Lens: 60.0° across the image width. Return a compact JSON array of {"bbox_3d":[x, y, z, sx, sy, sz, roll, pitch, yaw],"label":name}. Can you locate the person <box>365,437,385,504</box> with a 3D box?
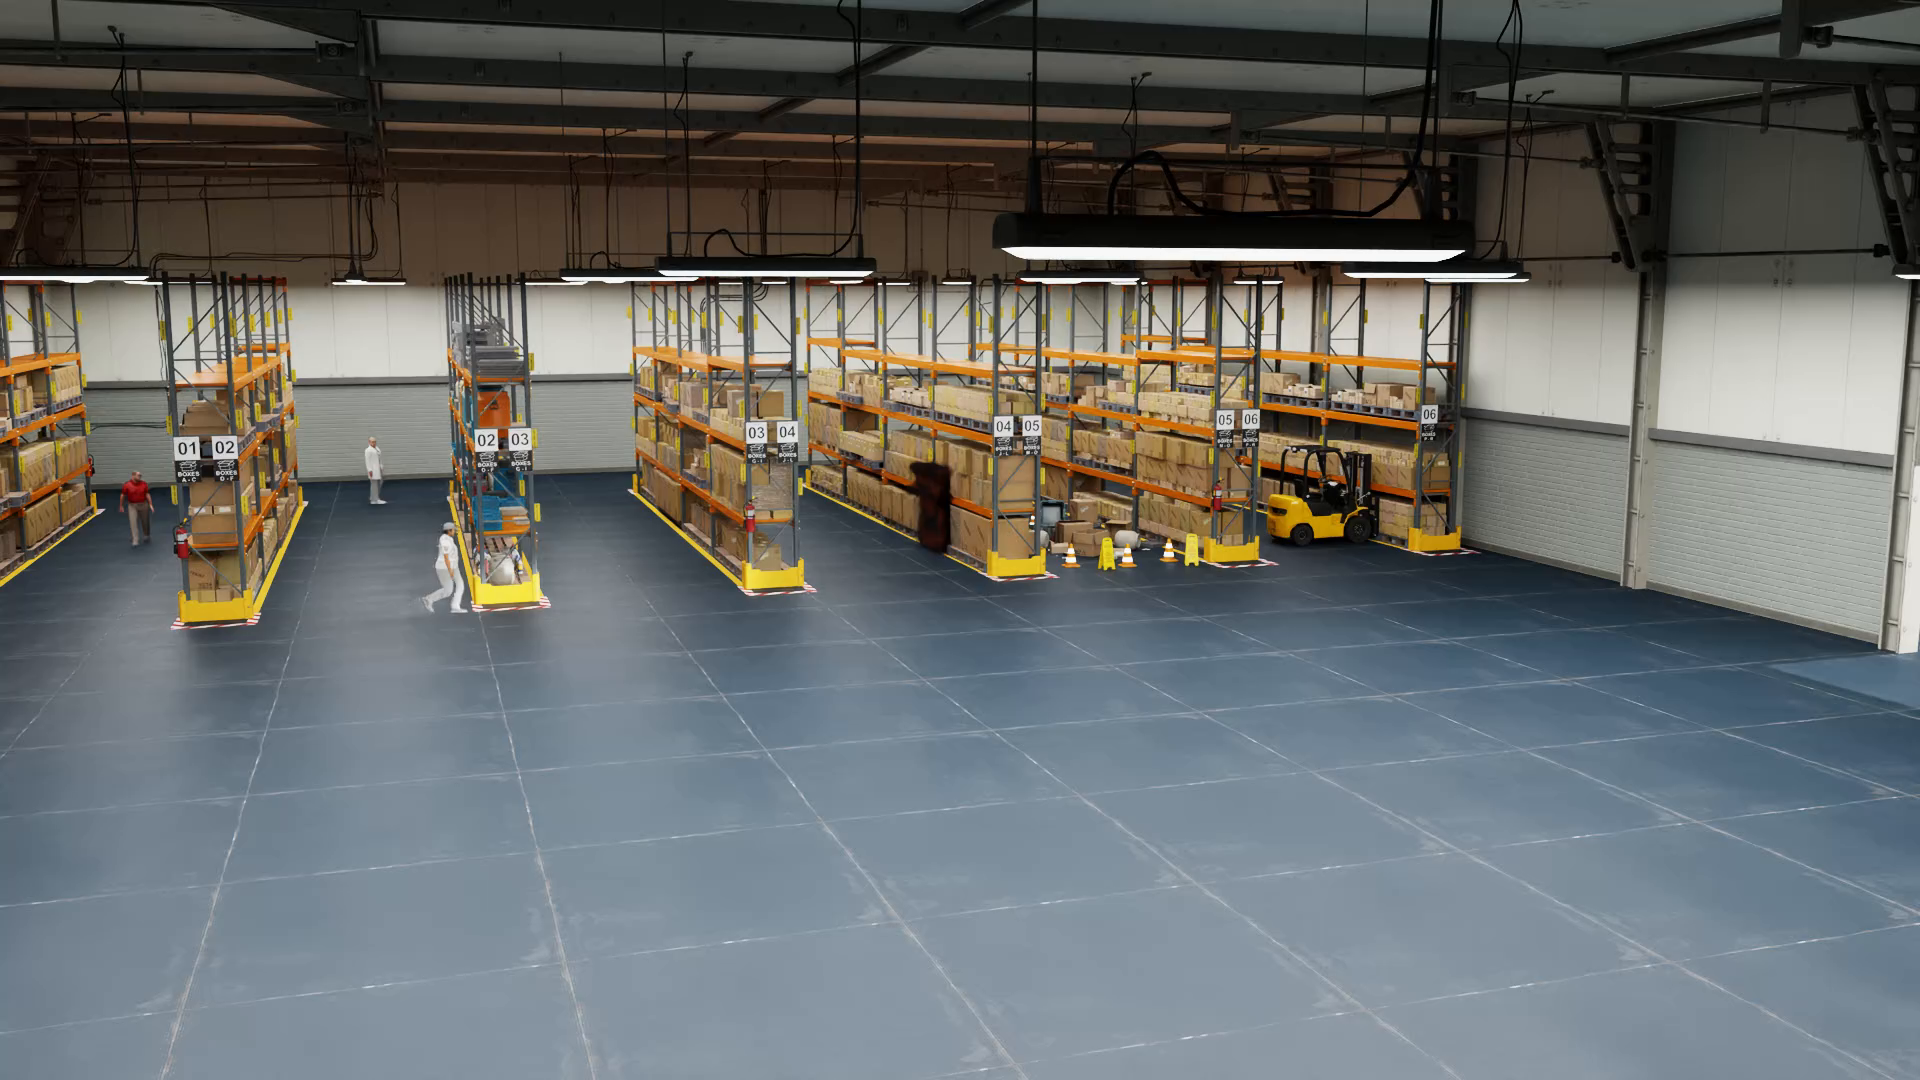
[{"bbox_3d":[-15.611,-1.850,44.453,0.442,1.809,0.609,0,9,-3],"label":"person"}]

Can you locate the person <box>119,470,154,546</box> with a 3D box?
[{"bbox_3d":[-18.525,-0.686,37.390,0.723,1.581,1.086,-3,9,-22],"label":"person"}]

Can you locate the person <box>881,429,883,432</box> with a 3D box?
[{"bbox_3d":[-2.402,-2.567,49.110,0.400,1.775,0.588,-4,10,-27],"label":"person"}]

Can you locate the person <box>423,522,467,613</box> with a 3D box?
[{"bbox_3d":[-9.100,0.497,29.327,0.713,1.622,0.479,0,9,1],"label":"person"}]
